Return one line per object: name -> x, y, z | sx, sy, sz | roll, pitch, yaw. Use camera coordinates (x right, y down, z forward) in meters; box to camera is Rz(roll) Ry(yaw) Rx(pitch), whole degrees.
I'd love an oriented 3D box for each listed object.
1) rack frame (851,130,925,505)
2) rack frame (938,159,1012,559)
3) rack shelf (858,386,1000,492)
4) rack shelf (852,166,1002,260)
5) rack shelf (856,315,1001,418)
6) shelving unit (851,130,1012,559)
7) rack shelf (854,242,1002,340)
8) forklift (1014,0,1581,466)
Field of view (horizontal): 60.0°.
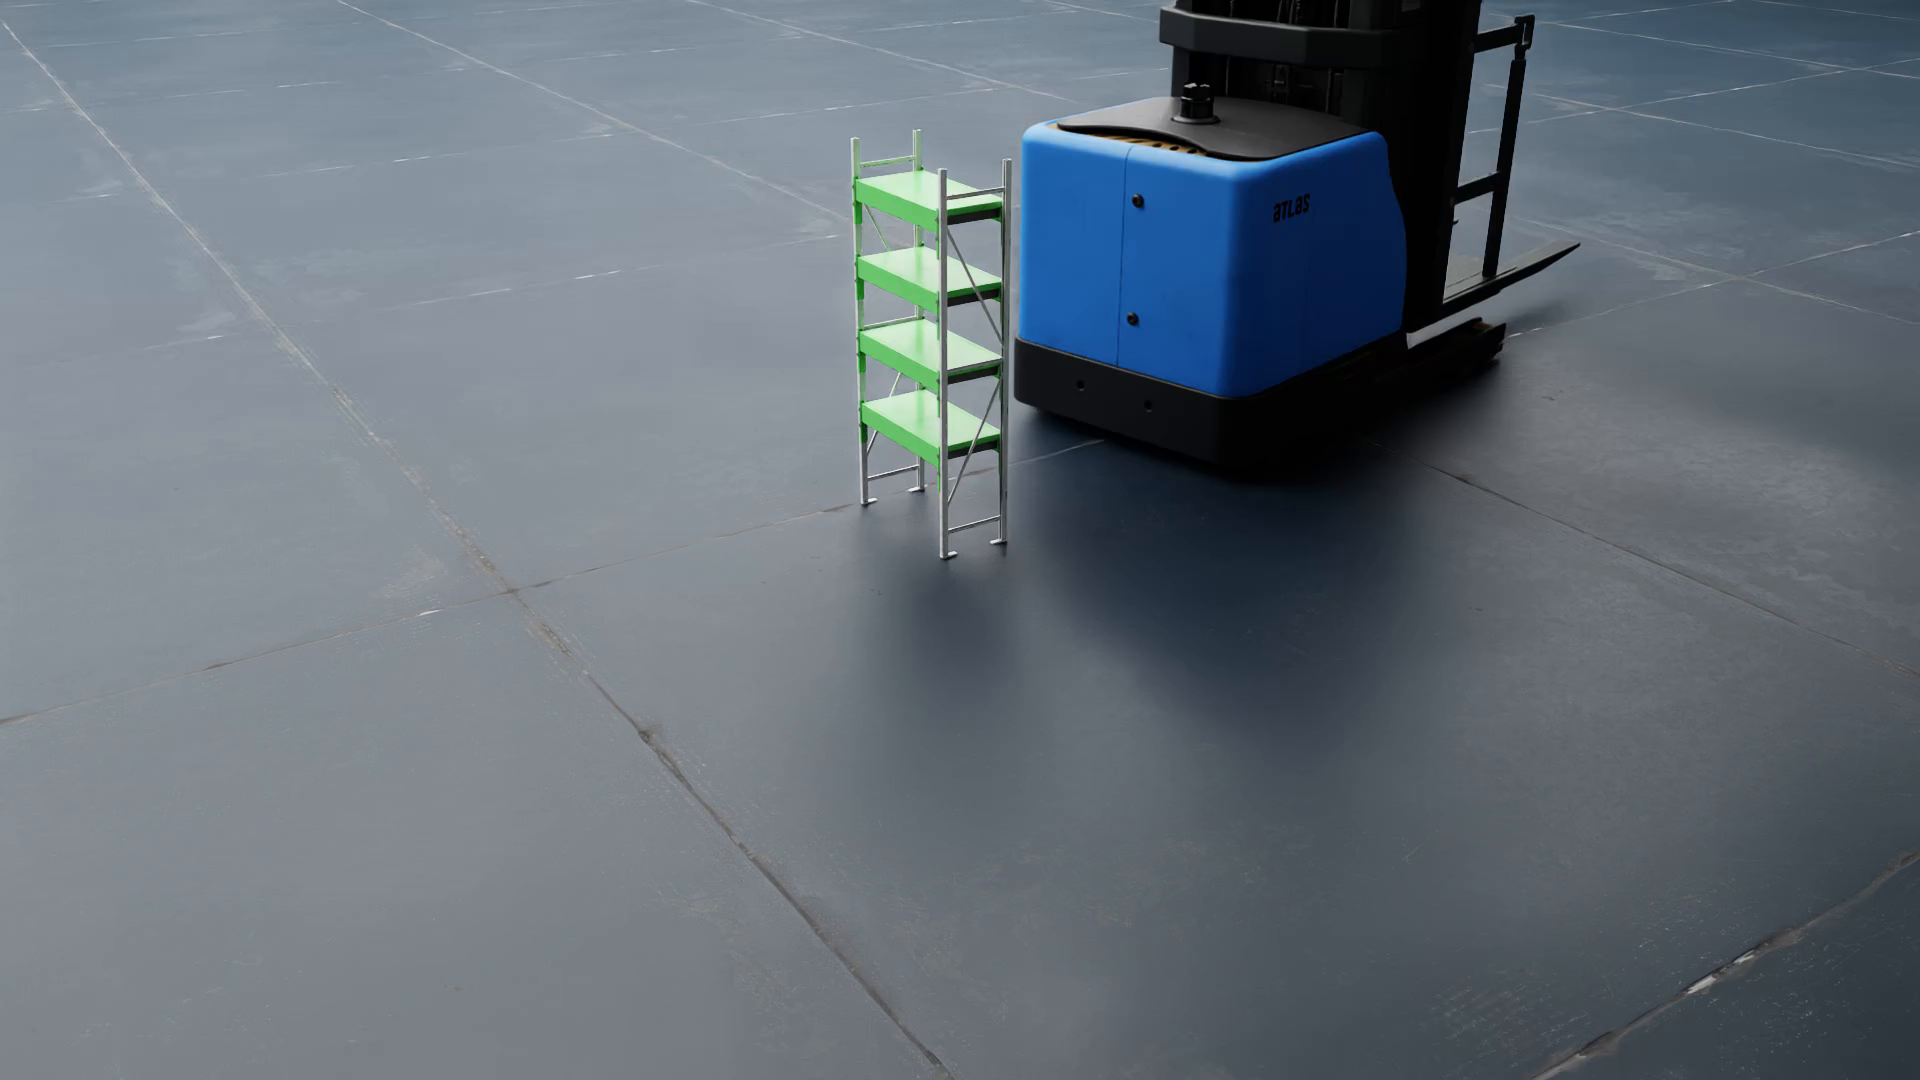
rack frame -> -0.224, -0.689, 5.304 | 0.240, 1.200, 0.015 | -16, 29, -30
rack frame -> 0.043, -0.515, 4.934 | 0.240, 1.200, 0.015 | -16, 29, -30
rack shelf -> -0.090, -0.327, 5.249 | 0.258, 0.148, 0.480 | -16, 29, -30
rack shelf -> -0.090, -0.978, 4.942 | 0.258, 0.148, 0.480 | -16, 29, -30
rack shelf -> -0.090, -0.544, 5.147 | 0.258, 0.148, 0.480 | -16, 29, -30
shelving unit -> -0.090, -0.602, 5.119 | 0.258, 1.200, 0.503 | -16, 29, -30
rack shelf -> -0.090, -0.761, 5.044 | 0.258, 0.148, 0.480 | -16, 29, -30
forklift -> 1.572, -2.117, 6.301 | 1.130, 2.935, 3.031 | 22, 33, 38
